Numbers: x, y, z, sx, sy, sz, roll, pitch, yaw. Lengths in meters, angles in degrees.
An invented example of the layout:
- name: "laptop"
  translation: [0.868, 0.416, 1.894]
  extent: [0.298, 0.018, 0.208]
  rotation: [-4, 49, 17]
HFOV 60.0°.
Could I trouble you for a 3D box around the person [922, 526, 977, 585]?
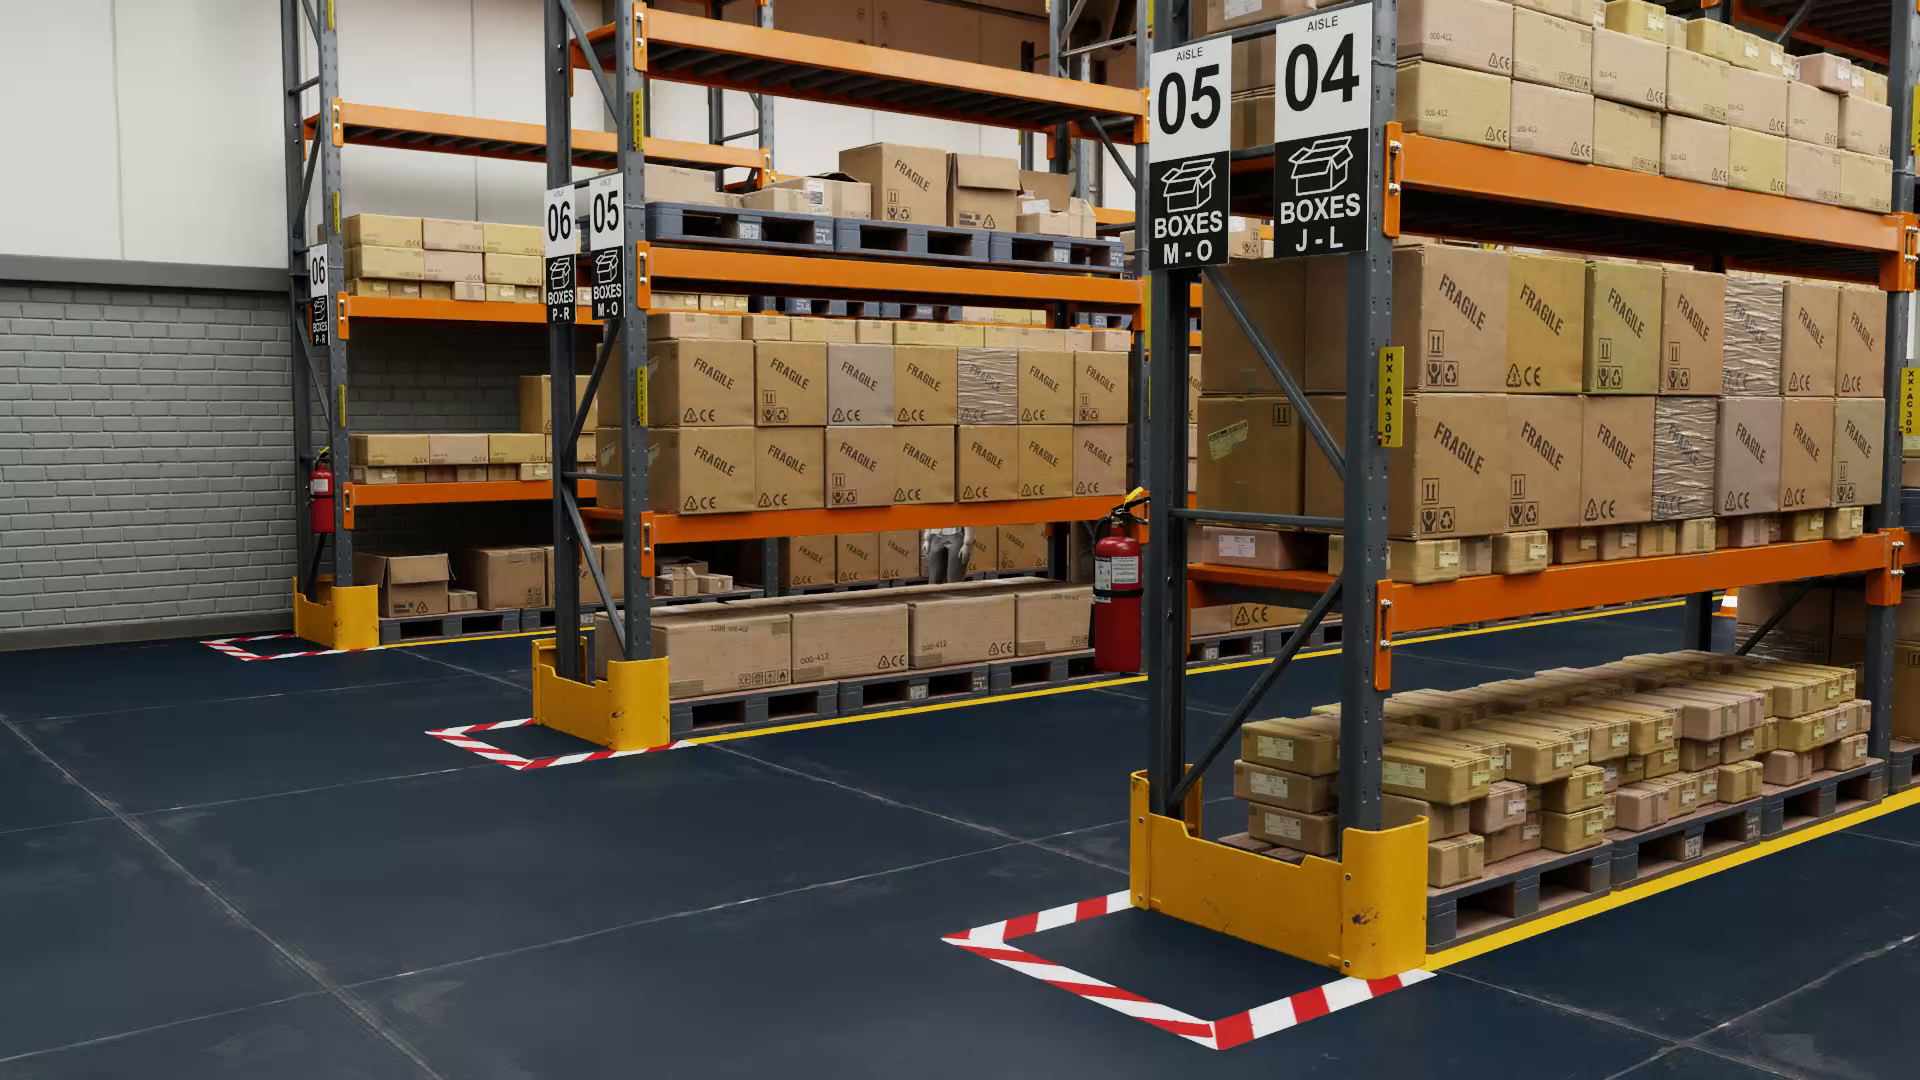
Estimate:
- name: "person"
  translation: [-0.087, 0.031, 13.313]
  extent: [0.374, 1.665, 0.548]
  rotation: [-4, 6, -43]
